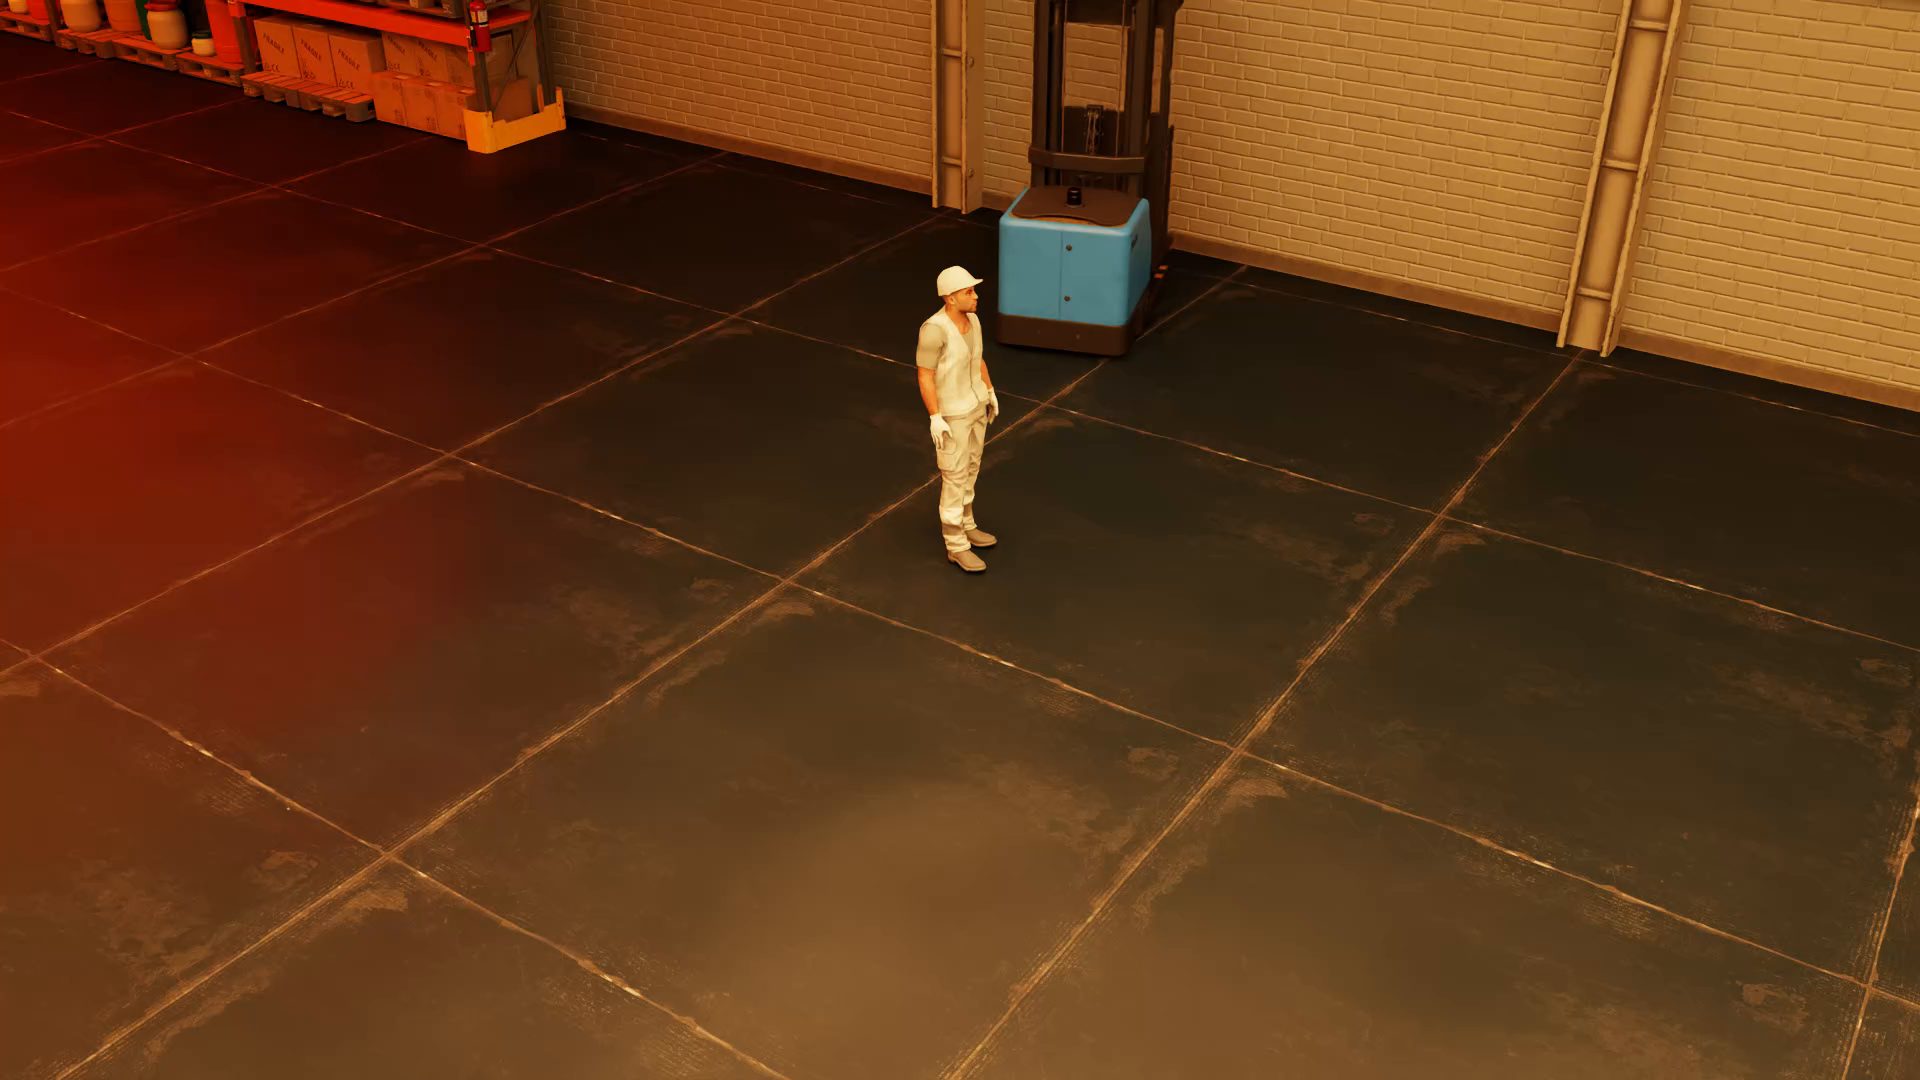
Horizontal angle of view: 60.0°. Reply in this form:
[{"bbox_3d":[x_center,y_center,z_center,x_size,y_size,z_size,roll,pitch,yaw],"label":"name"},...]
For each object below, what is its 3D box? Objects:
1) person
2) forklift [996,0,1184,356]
[{"bbox_3d":[0.060,-0.753,9.999,0.562,1.790,0.637,19,35,29],"label":"person"},{"bbox_3d":[1.182,-3.412,13.456,1.130,2.935,3.031,8,31,14],"label":"forklift"}]
